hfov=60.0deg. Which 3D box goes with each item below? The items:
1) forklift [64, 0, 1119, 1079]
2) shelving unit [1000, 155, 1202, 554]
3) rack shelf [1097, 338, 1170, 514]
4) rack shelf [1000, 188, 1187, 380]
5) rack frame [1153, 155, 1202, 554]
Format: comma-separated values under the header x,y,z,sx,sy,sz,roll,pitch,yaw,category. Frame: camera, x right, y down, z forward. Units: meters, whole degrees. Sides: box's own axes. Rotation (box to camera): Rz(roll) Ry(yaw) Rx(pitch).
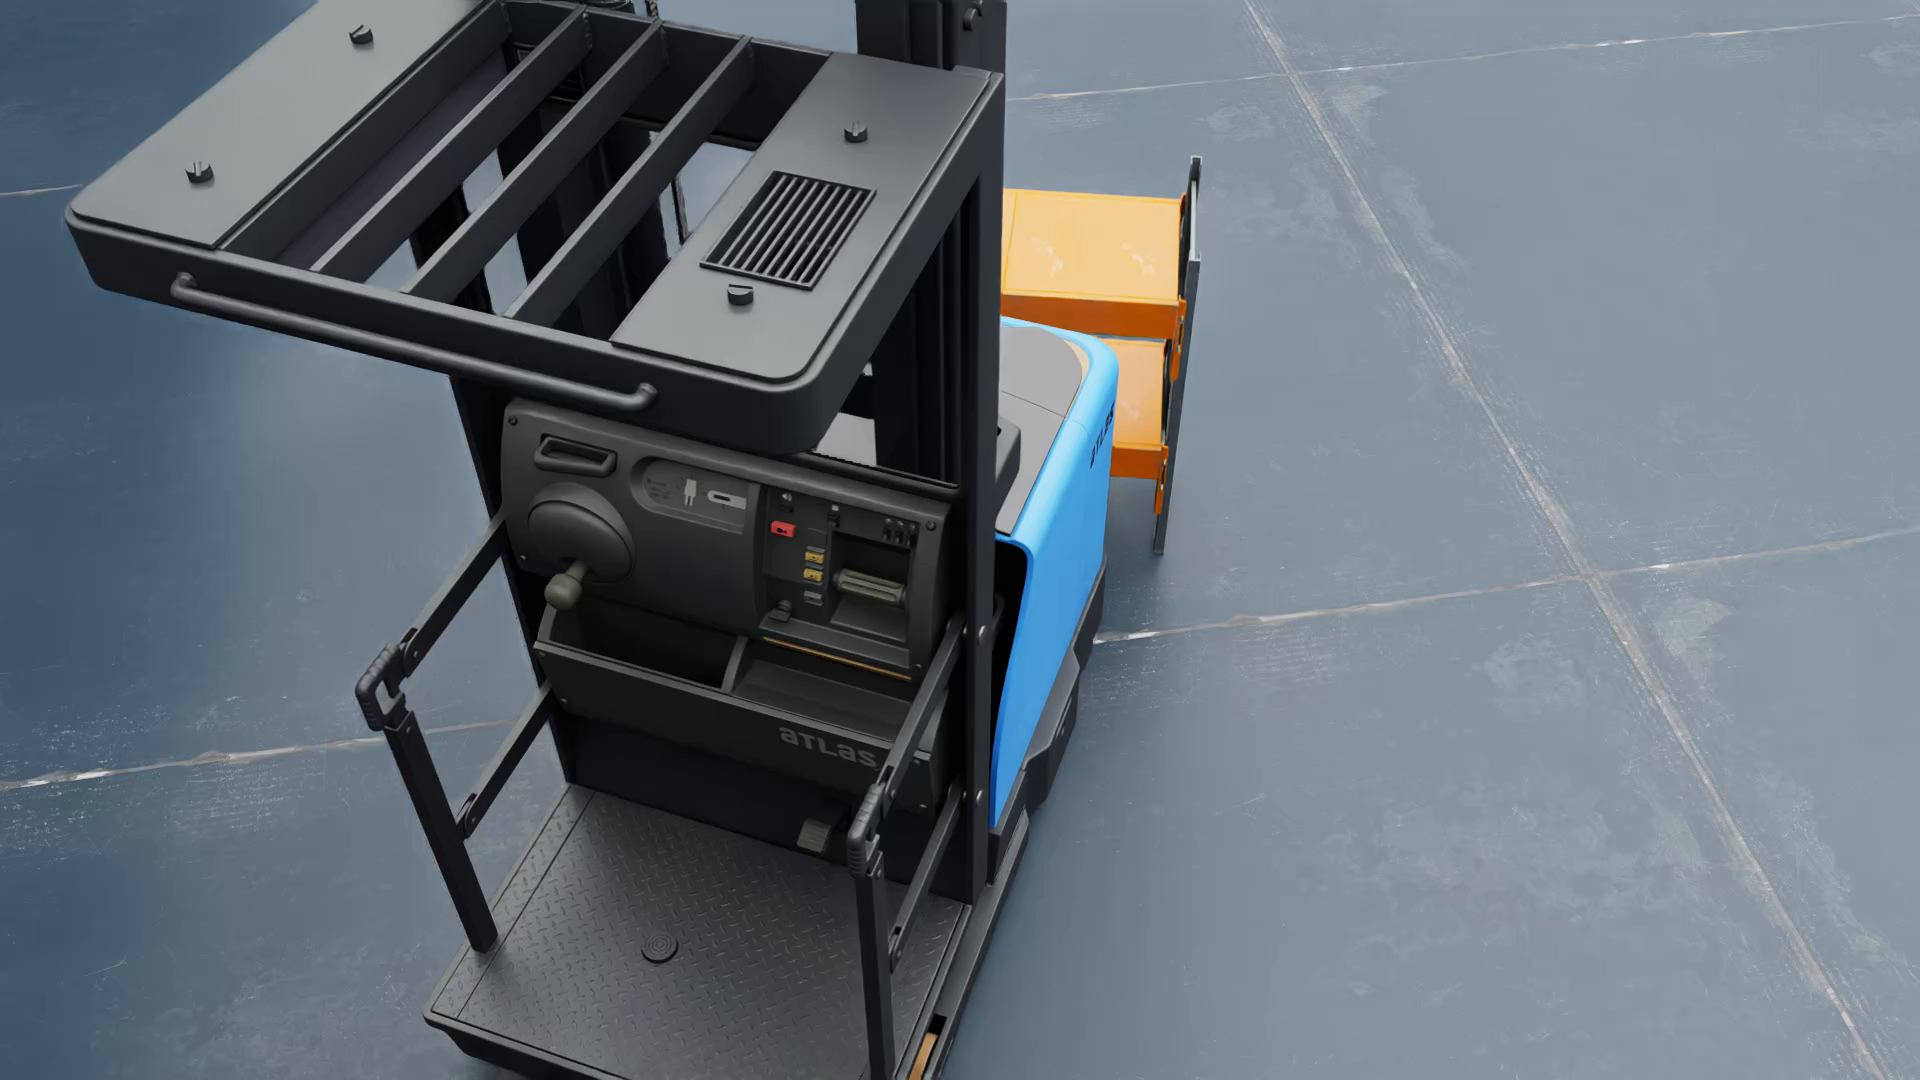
x,y,z,sx,sy,sz,roll,pitch,yaw,category
-0.546,0.102,3.116,1.130,2.935,3.031,14,48,13,forklift
0.143,-0.566,5.015,1.048,1.125,0.538,4,46,4,shelving unit
0.143,-0.397,5.191,1.000,0.278,0.538,4,46,4,rack shelf
0.143,-0.770,4.804,1.000,0.278,0.538,4,46,4,rack shelf
0.649,-0.527,4.977,0.032,1.125,0.500,4,46,4,rack frame
